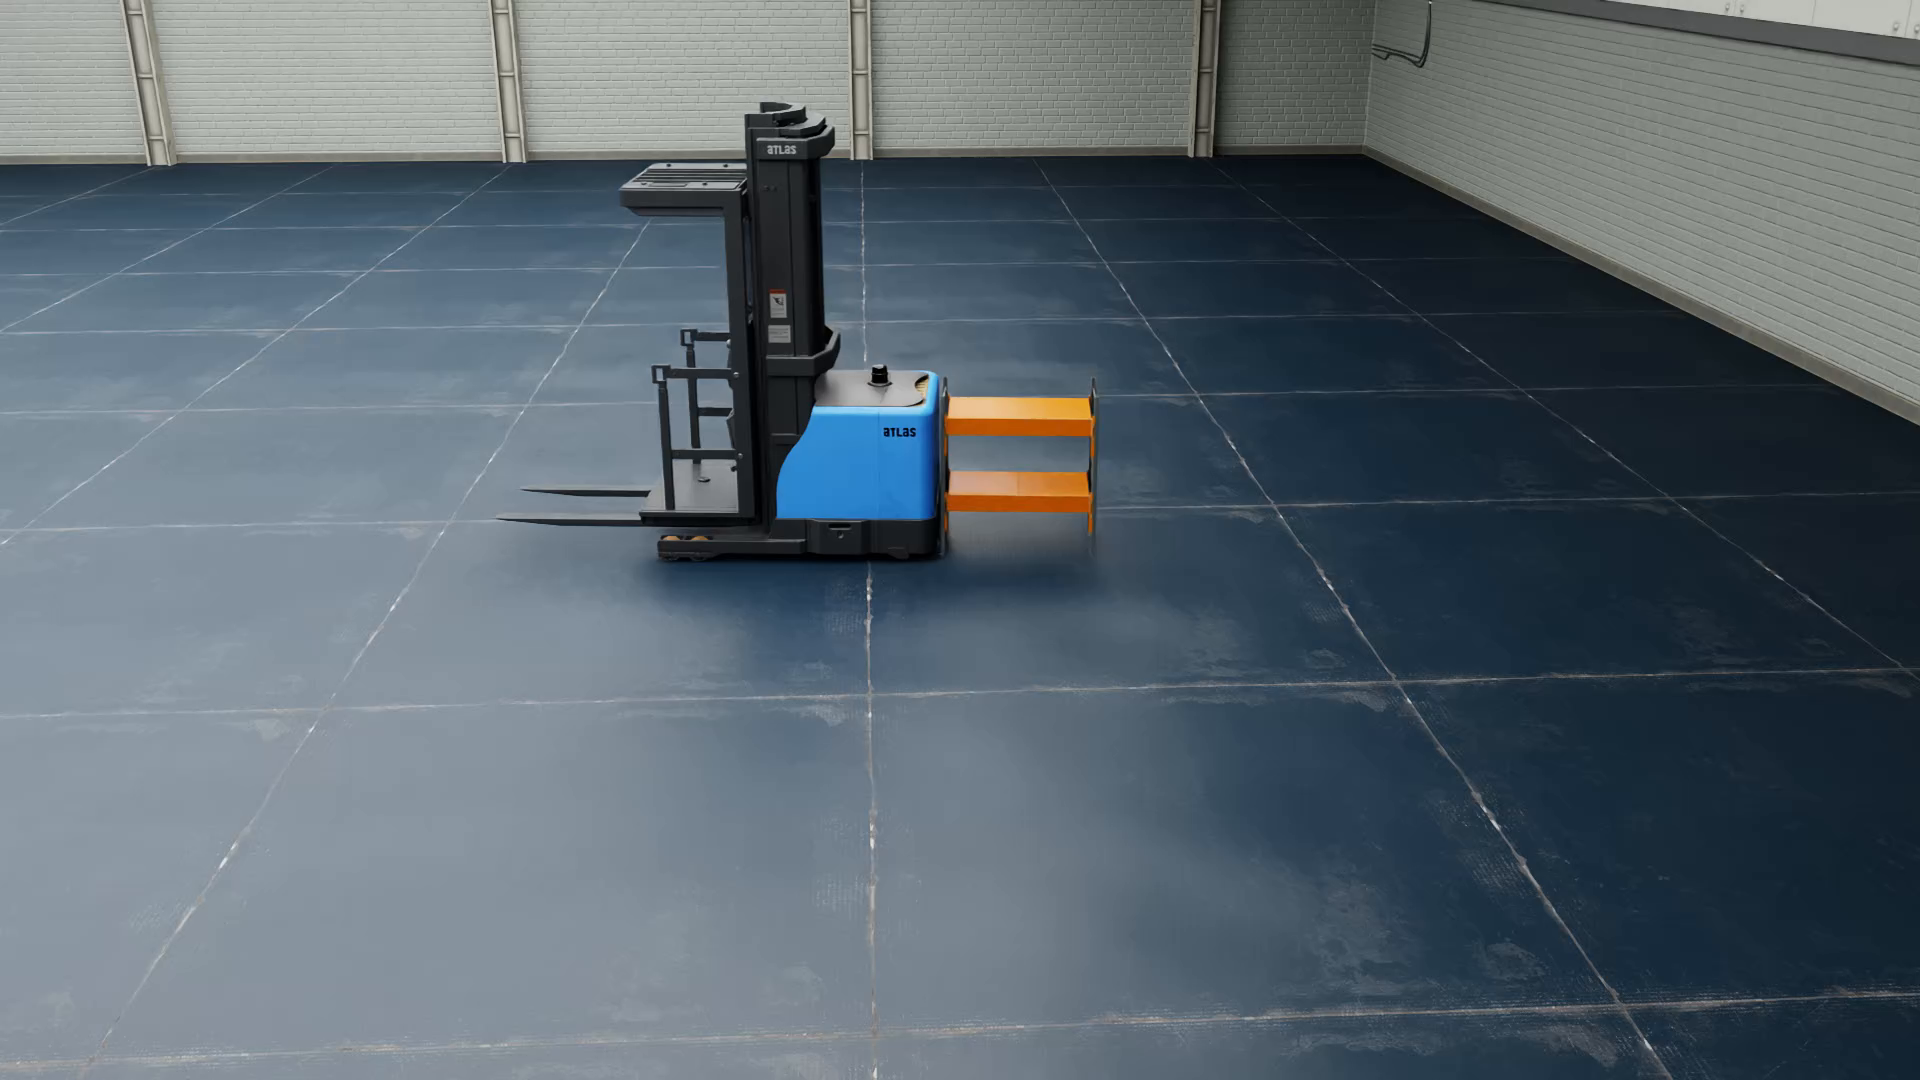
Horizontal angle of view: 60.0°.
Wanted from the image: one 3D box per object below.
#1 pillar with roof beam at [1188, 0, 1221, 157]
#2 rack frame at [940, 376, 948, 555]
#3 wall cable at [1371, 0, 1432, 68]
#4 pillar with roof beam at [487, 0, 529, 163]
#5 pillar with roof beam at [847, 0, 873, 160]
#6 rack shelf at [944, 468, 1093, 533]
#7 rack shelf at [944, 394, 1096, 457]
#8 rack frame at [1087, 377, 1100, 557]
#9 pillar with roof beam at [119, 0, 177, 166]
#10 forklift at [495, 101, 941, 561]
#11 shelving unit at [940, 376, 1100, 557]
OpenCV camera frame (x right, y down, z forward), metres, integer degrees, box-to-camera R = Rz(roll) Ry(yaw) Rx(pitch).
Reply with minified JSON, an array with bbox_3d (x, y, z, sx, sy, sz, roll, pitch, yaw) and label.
[{"bbox_3d":[4.512,-9.501,23.929,0.400,9.000,9.100,-1,21,-3],"label":"pillar with roof beam"},{"bbox_3d":[-0.106,-0.511,11.383,0.032,1.125,0.500,1,21,2],"label":"rack frame"},{"bbox_3d":[7.282,-9.169,27.422,0.112,2.526,3.097,-1,21,-3],"label":"wall cable"},{"bbox_3d":[-7.469,-9.258,23.289,0.400,9.000,9.100,-1,21,-3],"label":"pillar with roof beam"},{"bbox_3d":[-1.479,-9.379,23.609,0.400,9.000,9.100,-1,21,-3],"label":"pillar with roof beam"},{"bbox_3d":[0.402,-0.277,11.455,1.000,0.278,0.538,1,21,2],"label":"rack shelf"},{"bbox_3d":[0.402,-0.779,11.264,1.000,0.278,0.538,1,21,2],"label":"rack shelf"},{"bbox_3d":[0.910,-0.500,11.354,0.032,1.125,0.500,1,21,2],"label":"rack frame"},{"bbox_3d":[-13.459,-9.136,22.969,0.400,9.000,9.100,-1,21,-3],"label":"pillar with roof beam"},{"bbox_3d":[-1.660,-1.413,11.212,3.031,2.935,1.130,1,21,2],"label":"forklift"},{"bbox_3d":[0.402,-0.506,11.368,1.048,1.125,0.538,1,21,2],"label":"shelving unit"}]
